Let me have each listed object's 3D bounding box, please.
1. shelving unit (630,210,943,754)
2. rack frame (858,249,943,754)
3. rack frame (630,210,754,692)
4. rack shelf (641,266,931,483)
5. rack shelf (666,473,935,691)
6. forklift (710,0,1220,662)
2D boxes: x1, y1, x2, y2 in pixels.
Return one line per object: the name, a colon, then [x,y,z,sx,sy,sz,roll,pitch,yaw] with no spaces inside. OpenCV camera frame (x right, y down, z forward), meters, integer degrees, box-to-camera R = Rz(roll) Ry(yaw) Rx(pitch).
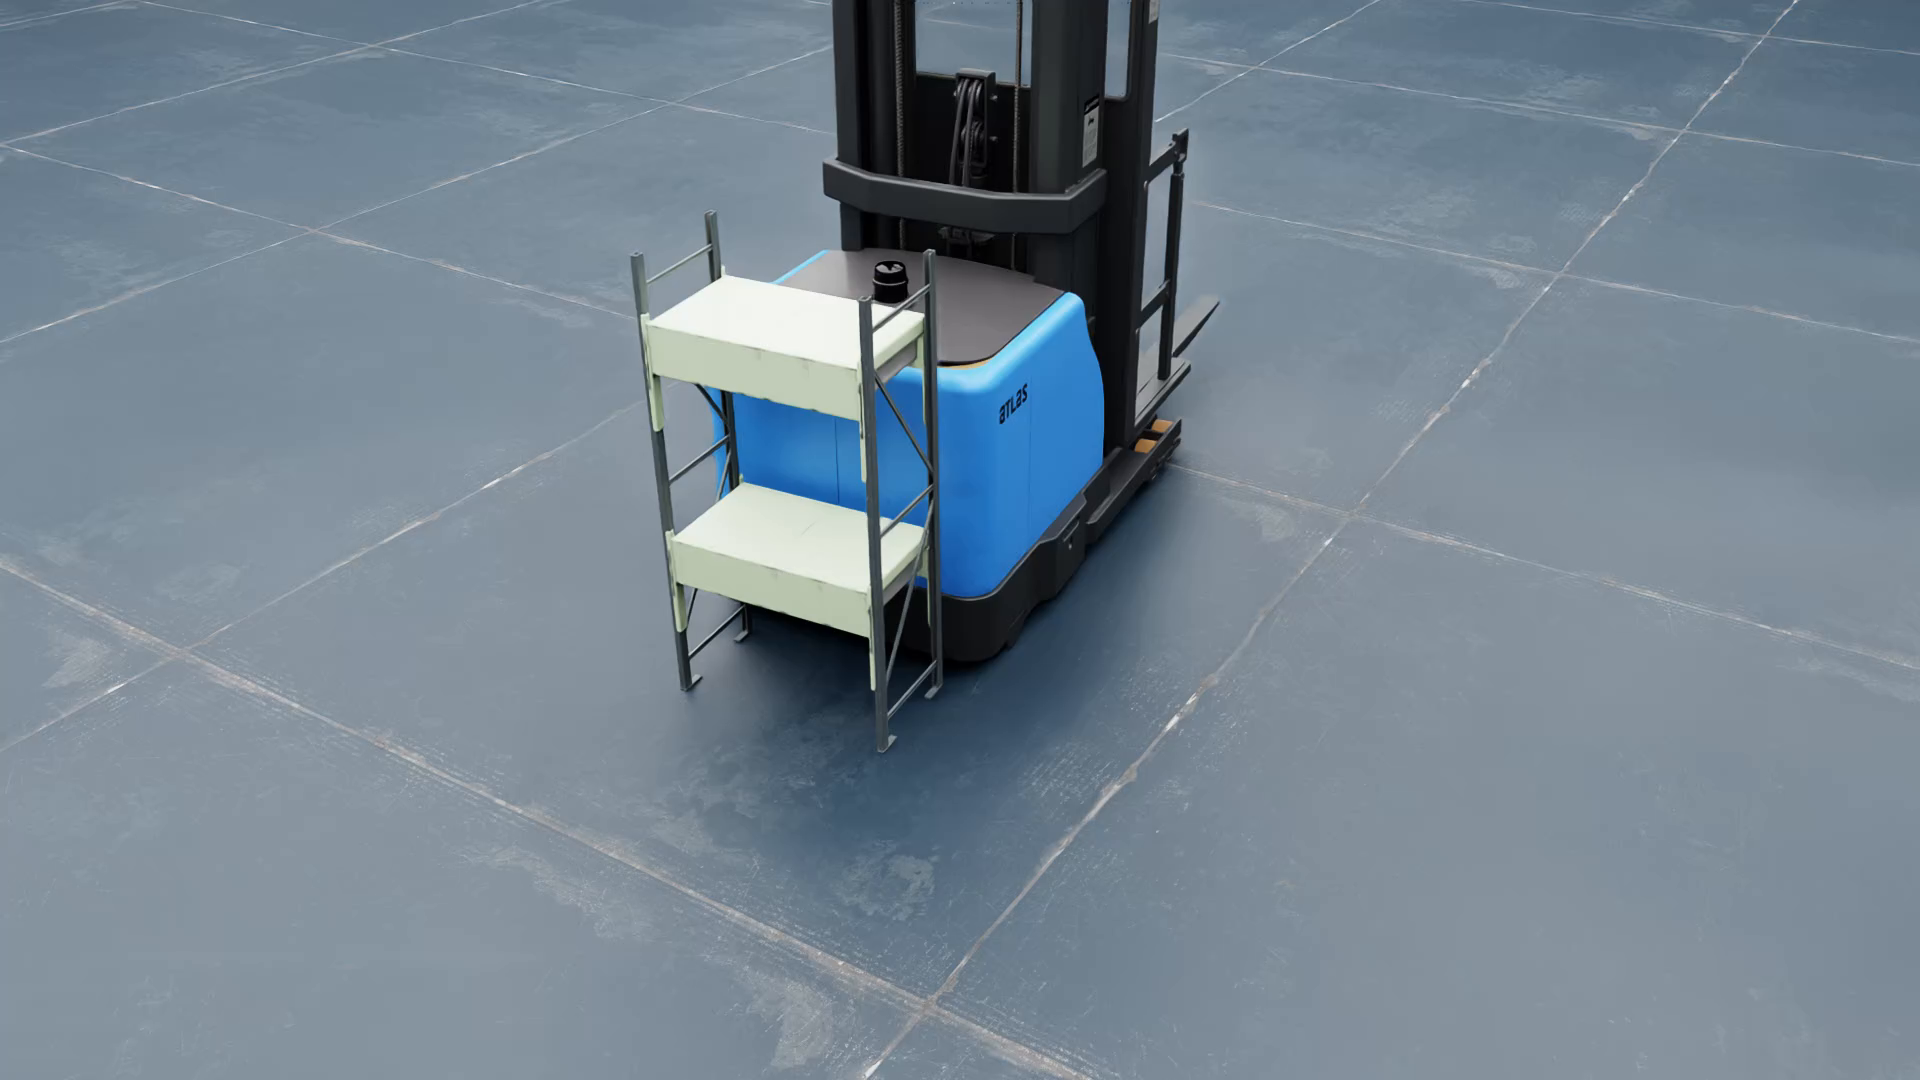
shelving unit: [-0.488,-0.160,5.028,0.755,1.500,0.431,14,34,23]
rack frame: [-0.162,-0.077,4.886,0.023,1.500,0.400,14,34,23]
rack frame: [-0.815,-0.243,5.171,0.023,1.500,0.400,14,34,23]
rack shelf: [-0.492,-0.494,4.826,0.720,0.370,0.431,14,34,23]
rack shelf: [-0.486,0.119,5.197,0.720,0.370,0.431,14,34,23]
forklift: [0.256,-1.590,6.067,1.130,2.935,3.031,13,33,22]
